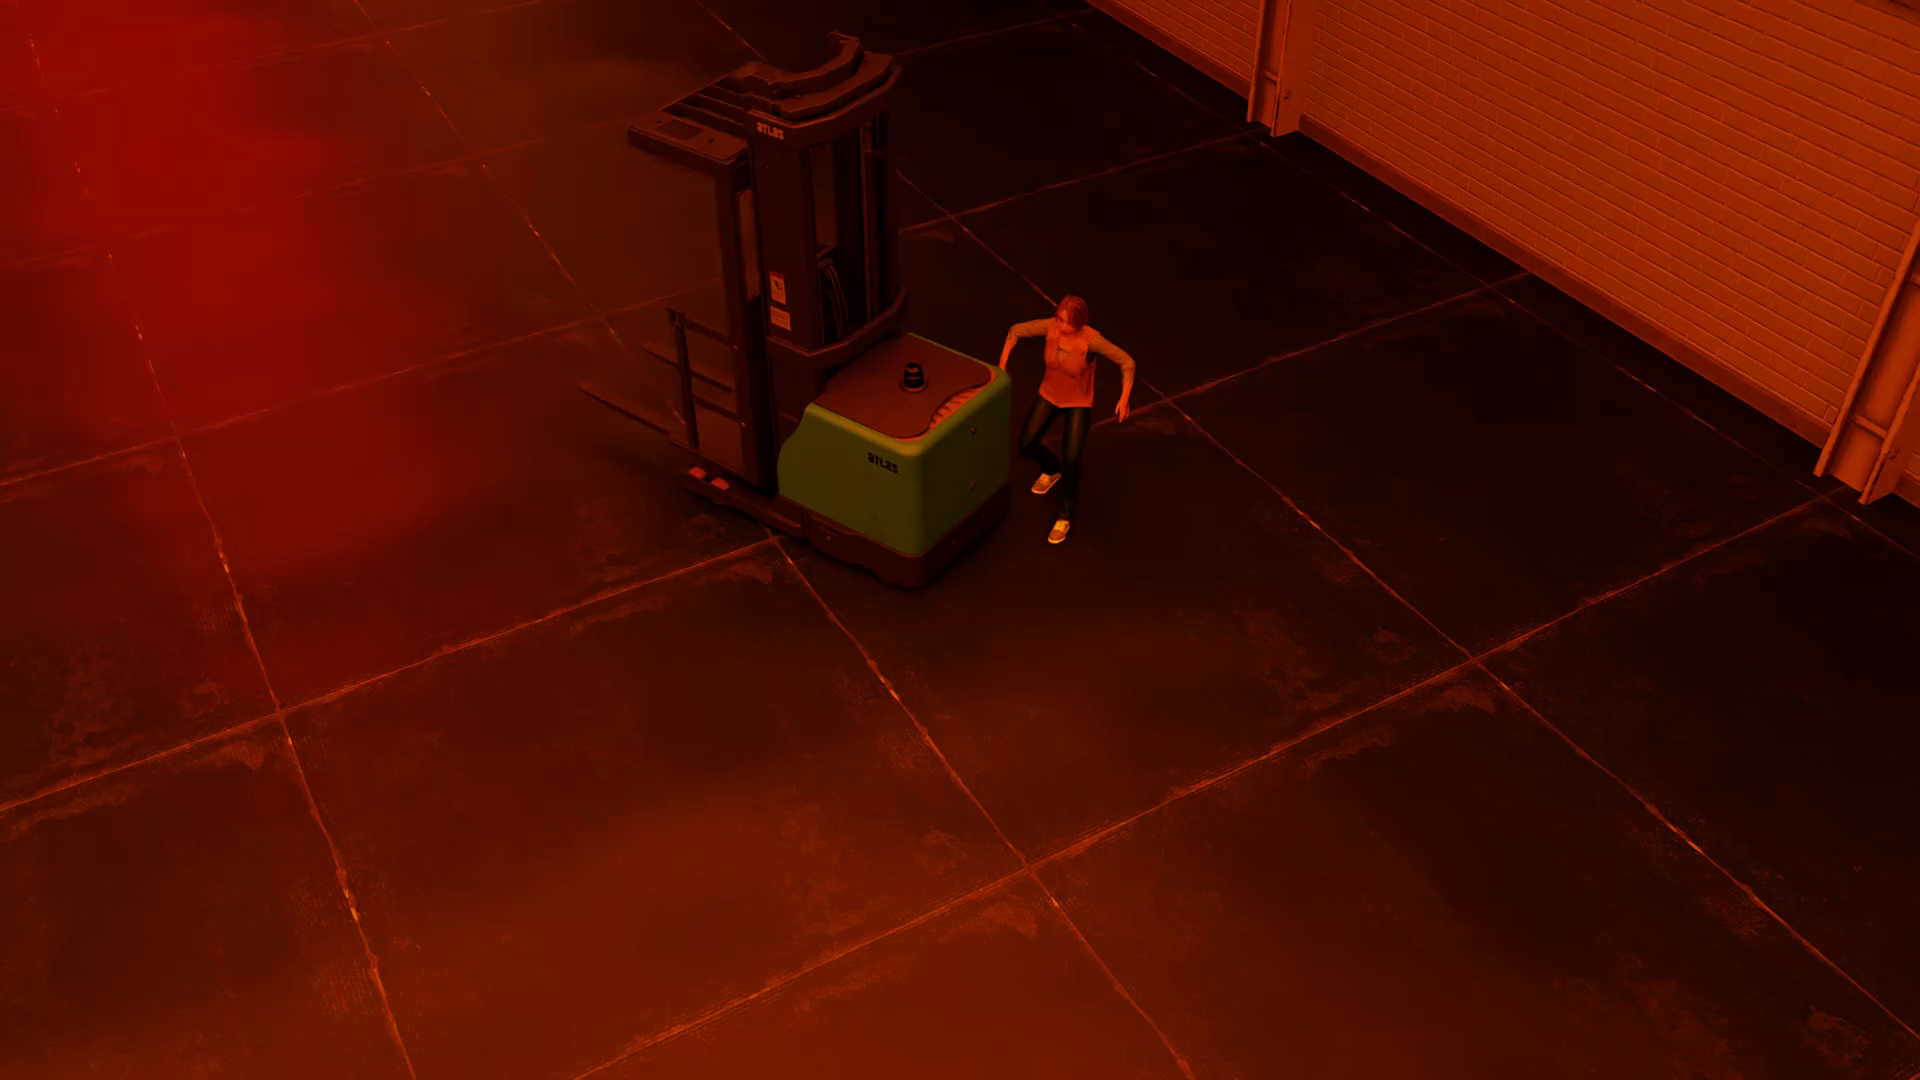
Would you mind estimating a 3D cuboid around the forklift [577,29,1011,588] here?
[{"bbox_3d":[-1.170,-1.603,9.968,3.031,2.935,1.130,25,46,27],"label":"forklift"}]

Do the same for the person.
[{"bbox_3d":[0.589,-0.767,10.086,0.887,1.476,0.682,21,44,23],"label":"person"}]
